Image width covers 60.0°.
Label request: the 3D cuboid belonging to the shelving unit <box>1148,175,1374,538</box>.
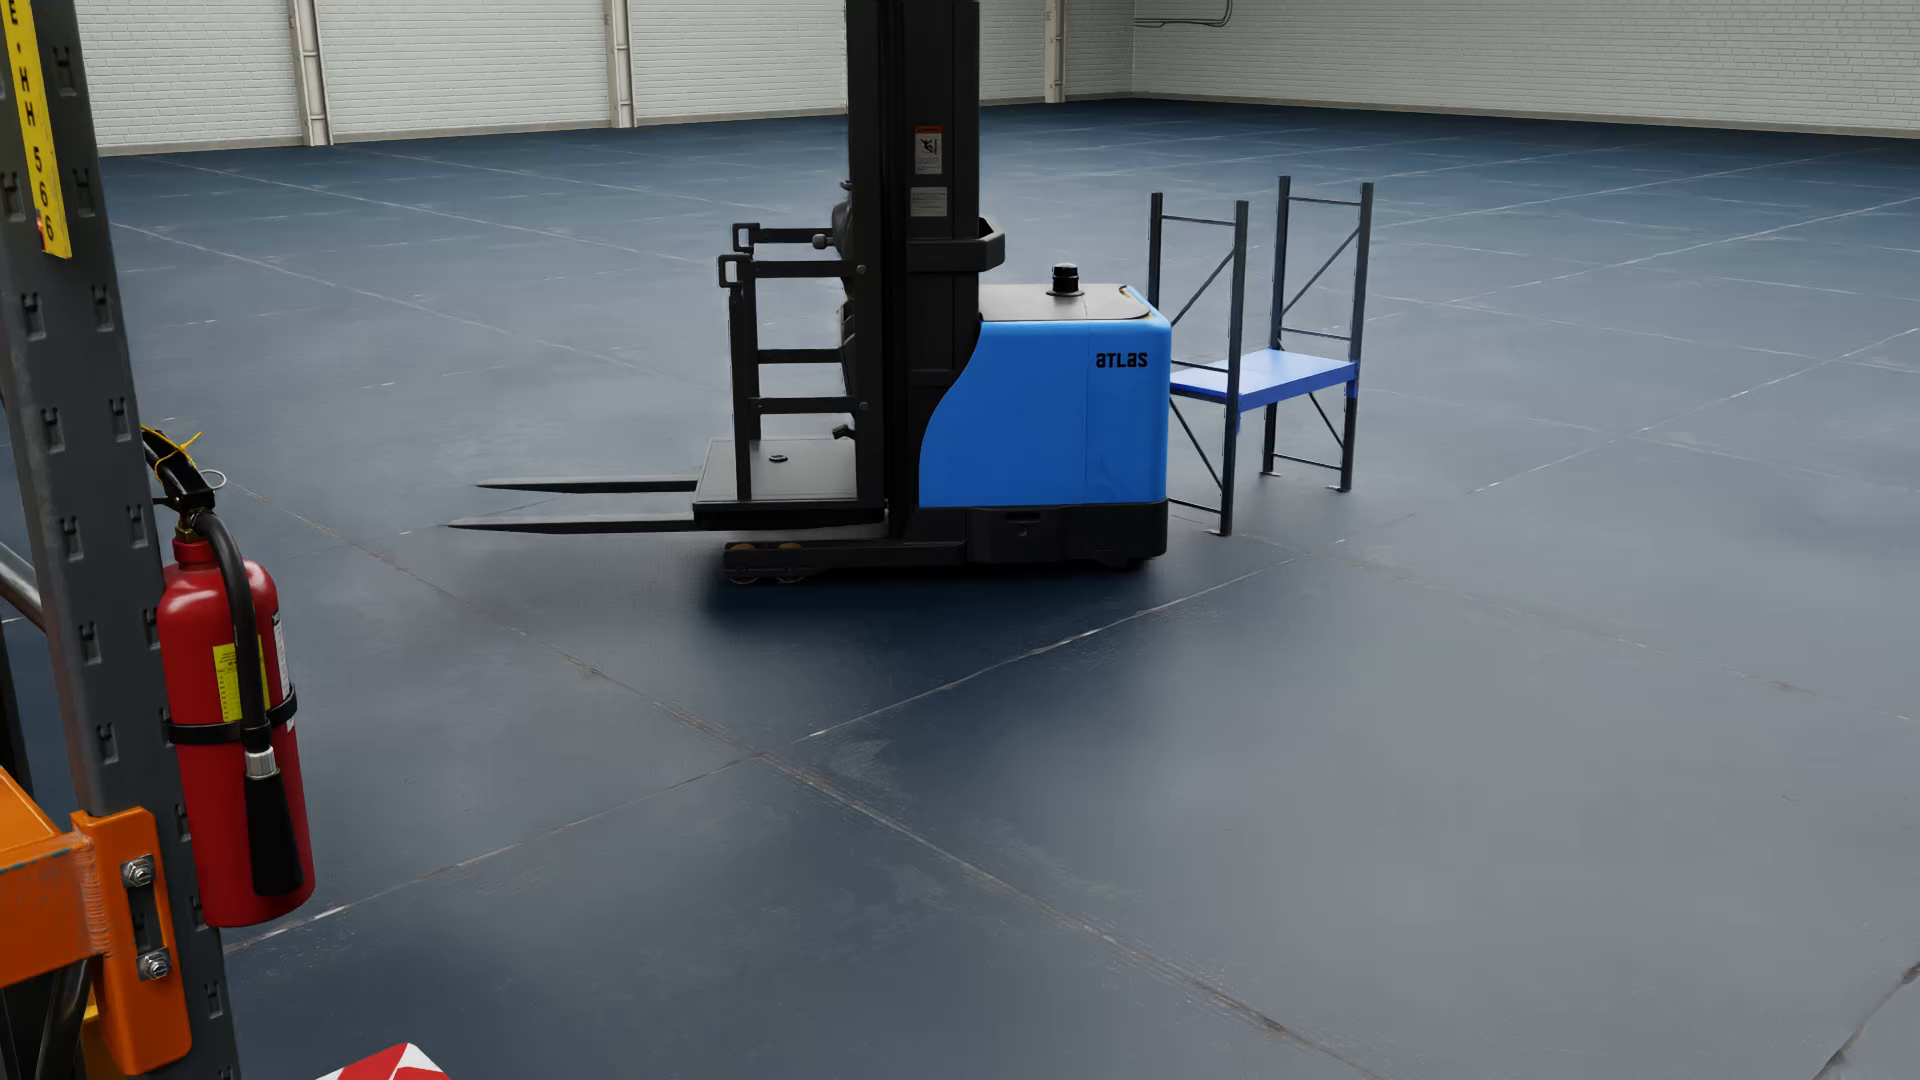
[{"bbox_3d":[1.392,-0.894,7.812,0.538,1.500,1.048,17,24,41],"label":"shelving unit"}]

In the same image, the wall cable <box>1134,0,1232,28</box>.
[{"bbox_3d":[5.310,-13.608,39.901,0.112,2.526,3.097,-16,24,-41],"label":"wall cable"}]

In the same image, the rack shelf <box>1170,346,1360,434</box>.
[{"bbox_3d":[1.392,-0.723,7.867,0.538,0.185,1.000,17,24,41],"label":"rack shelf"}]

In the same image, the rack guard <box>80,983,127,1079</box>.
[{"bbox_3d":[-1.370,1.245,2.835,0.348,0.500,1.175,-16,24,-41],"label":"rack guard"}]

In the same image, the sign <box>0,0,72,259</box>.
[{"bbox_3d":[-1.025,-0.478,1.835,0.005,0.325,0.100,-16,24,-41],"label":"sign"}]

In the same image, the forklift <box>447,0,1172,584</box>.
[{"bbox_3d":[-0.659,-1.379,6.986,3.031,2.935,1.130,-1,18,-4],"label":"forklift"}]

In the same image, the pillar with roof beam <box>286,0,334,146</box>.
[{"bbox_3d":[-7.860,-9.979,23.671,0.400,9.000,9.100,-16,24,-41],"label":"pillar with roof beam"}]

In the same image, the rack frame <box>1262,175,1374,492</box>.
[{"bbox_3d":[1.745,-1.007,8.160,0.500,1.500,0.032,17,24,41],"label":"rack frame"}]

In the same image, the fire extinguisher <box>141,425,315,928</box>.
[{"bbox_3d":[-0.982,0.177,2.202,0.183,0.674,0.296,-16,24,-41],"label":"fire extinguisher"}]

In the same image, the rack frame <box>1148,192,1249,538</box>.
[{"bbox_3d":[1.040,-0.781,7.463,0.500,1.500,0.032,17,24,41],"label":"rack frame"}]

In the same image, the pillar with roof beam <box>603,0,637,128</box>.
[{"bbox_3d":[-3.501,-11.250,27.593,0.400,9.000,9.100,-16,24,-41],"label":"pillar with roof beam"}]

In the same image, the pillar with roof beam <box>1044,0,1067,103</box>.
[{"bbox_3d":[5.219,-13.793,35.435,0.400,9.000,9.100,-16,24,-41],"label":"pillar with roof beam"}]

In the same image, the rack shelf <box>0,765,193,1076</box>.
[{"bbox_3d":[-2.840,0.827,1.238,4.000,0.370,1.077,-16,24,-41],"label":"rack shelf"}]
